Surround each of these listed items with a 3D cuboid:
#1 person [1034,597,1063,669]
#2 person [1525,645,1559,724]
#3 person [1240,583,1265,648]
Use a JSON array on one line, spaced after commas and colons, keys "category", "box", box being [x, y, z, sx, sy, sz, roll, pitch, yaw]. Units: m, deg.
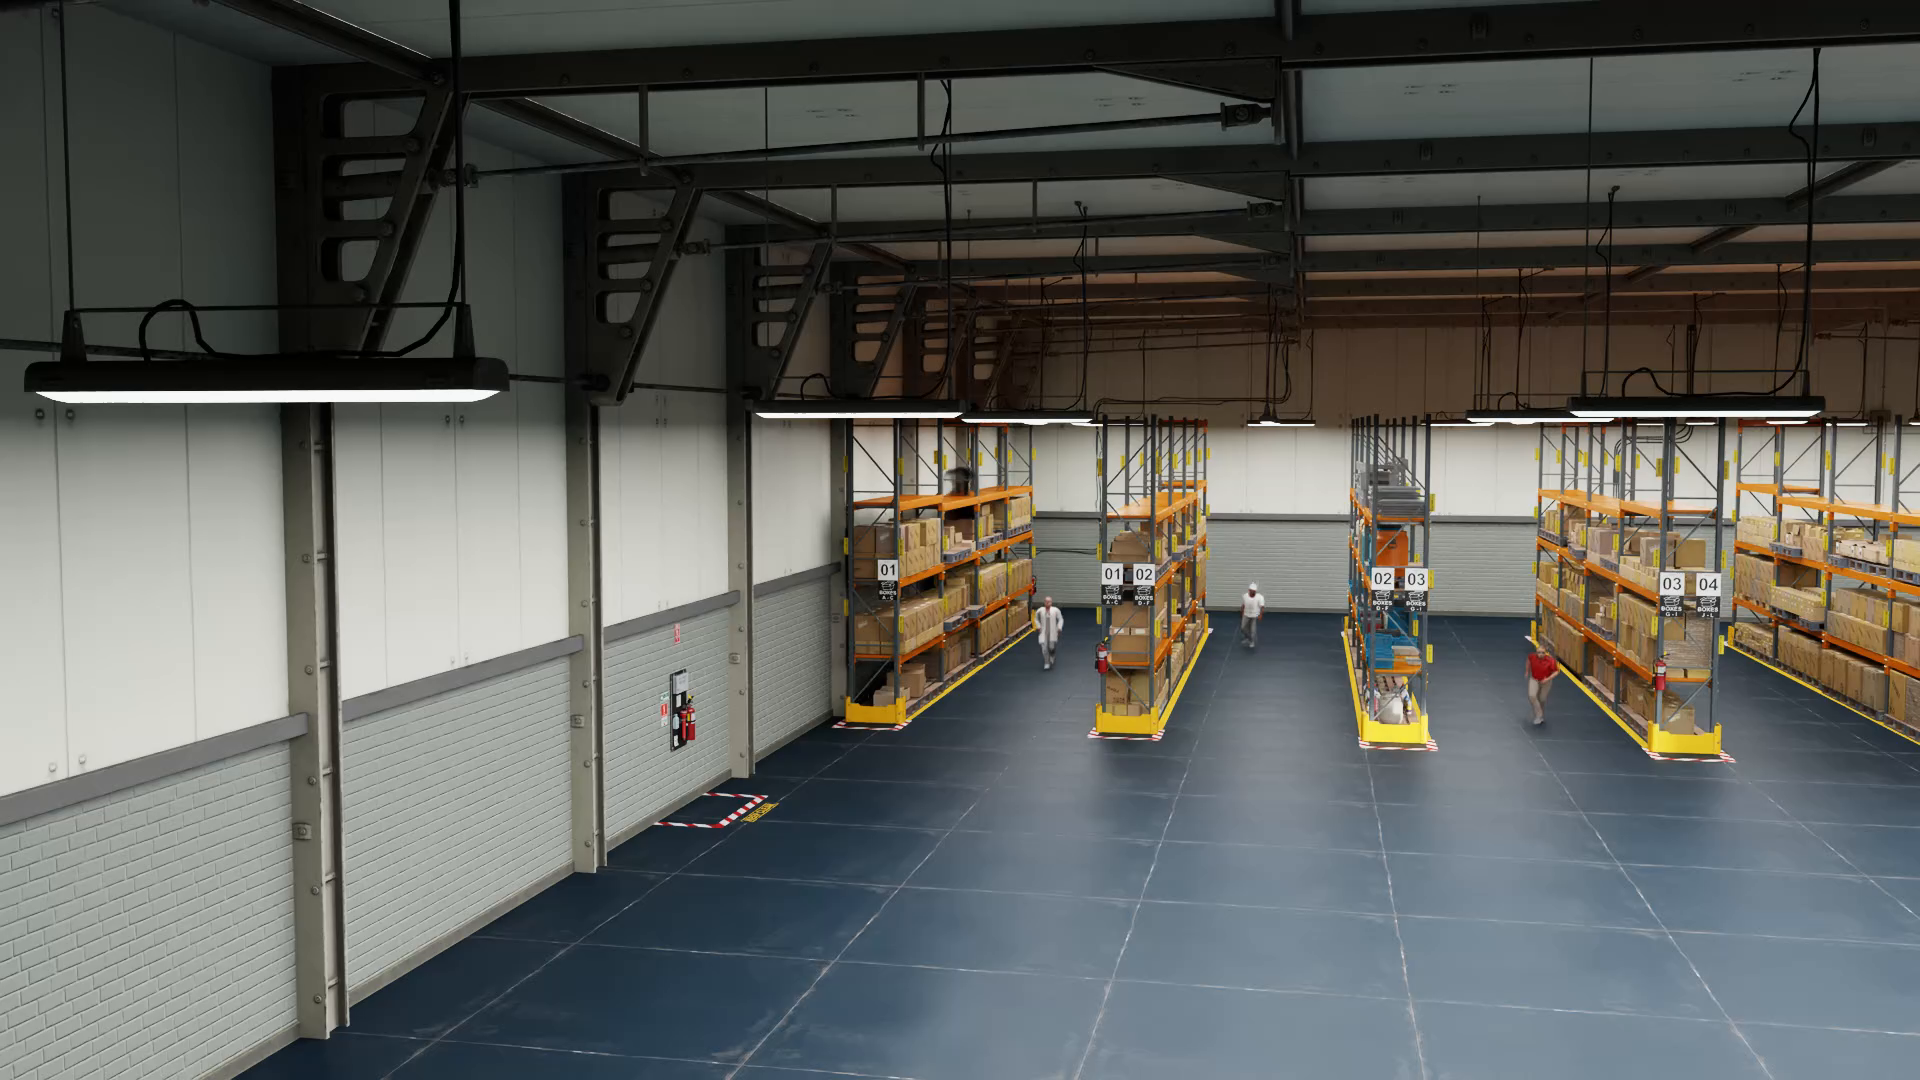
[{"category": "person", "box": [2.111, 2.220, 39.747, 0.701, 1.724, 0.665, 0, 4, 5]}, {"category": "person", "box": [11.334, 2.766, 32.381, 0.657, 1.544, 1.111, 2, 4, 25]}, {"category": "person", "box": [7.607, 1.975, 43.414, 0.721, 1.717, 0.641, 2, 4, 24]}]
